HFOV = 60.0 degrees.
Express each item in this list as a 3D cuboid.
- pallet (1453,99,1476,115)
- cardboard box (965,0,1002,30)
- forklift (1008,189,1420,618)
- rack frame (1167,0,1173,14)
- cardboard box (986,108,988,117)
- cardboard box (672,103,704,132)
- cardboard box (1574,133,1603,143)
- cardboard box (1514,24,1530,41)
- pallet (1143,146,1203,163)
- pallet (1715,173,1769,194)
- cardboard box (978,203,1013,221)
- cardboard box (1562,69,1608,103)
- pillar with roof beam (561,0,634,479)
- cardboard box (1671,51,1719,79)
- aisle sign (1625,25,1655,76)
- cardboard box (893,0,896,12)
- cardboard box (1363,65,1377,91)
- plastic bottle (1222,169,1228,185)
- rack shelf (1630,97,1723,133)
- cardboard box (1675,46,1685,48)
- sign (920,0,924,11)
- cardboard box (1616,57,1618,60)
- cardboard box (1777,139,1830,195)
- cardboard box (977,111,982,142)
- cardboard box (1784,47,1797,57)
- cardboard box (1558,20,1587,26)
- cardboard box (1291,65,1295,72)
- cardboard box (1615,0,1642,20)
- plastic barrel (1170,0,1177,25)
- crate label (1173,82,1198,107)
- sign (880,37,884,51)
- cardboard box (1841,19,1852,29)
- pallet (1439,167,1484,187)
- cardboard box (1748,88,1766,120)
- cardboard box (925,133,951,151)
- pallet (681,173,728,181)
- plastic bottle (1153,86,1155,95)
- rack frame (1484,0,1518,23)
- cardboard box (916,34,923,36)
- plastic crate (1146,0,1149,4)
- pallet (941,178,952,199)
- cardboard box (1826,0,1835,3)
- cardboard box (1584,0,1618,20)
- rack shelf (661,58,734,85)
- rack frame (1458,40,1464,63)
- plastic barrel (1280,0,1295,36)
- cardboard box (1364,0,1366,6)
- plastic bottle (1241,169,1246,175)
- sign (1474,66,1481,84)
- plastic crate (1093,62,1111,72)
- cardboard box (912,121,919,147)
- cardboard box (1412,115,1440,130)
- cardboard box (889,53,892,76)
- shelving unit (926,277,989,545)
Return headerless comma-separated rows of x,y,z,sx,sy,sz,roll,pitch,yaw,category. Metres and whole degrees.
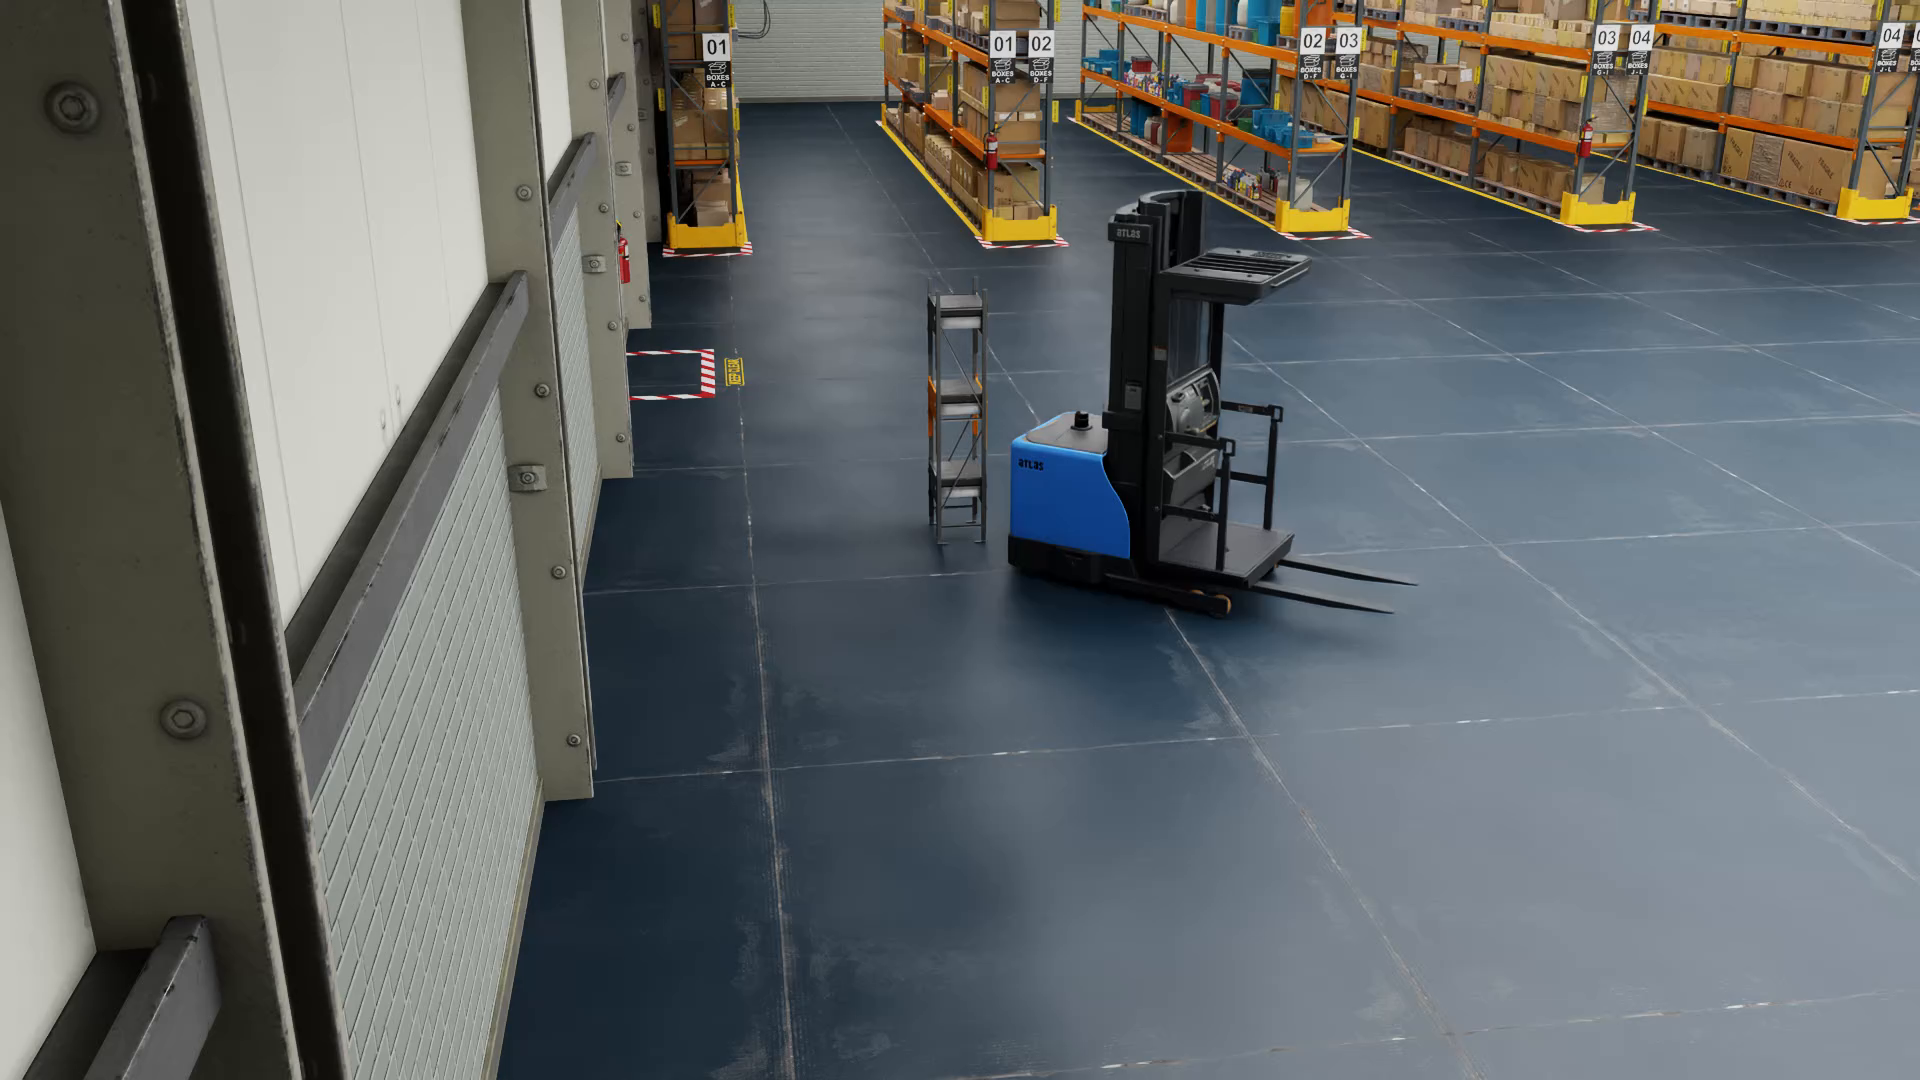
10.202,-8.314,31.963,1.003,0.211,1.213,-3,21,-8,pallet
0.478,-8.773,27.682,0.797,0.503,0.637,-1,20,-2,cardboard box
1.910,-1.017,12.250,3.031,2.935,1.130,11,23,28,forklift
4.691,-12.077,33.190,1.000,3.000,0.127,-3,21,-8,rack frame
0.622,-6.901,26.836,0.380,0.149,0.250,-3,21,-9,cardboard box
-4.301,-6.615,26.254,0.500,0.500,0.500,-3,21,-7,cardboard box
10.500,-6.717,27.773,0.380,0.149,0.250,-3,21,-8,cardboard box
10.122,-8.942,29.299,0.500,0.250,0.500,-4,21,-10,cardboard box
4.536,-8.231,35.453,1.003,0.211,1.213,-3,21,-8,pallet
15.124,-6.773,31.549,1.003,0.211,1.213,-3,21,-8,pallet
0.572,-5.328,27.023,0.500,0.250,0.500,-3,21,-8,cardboard box
10.421,-7.579,27.725,0.500,0.500,0.500,-3,21,-8,cardboard box
1.073,-5.069,14.426,9.100,9.000,0.400,-3,21,-8,pillar with roof beam
14.794,-9.562,33.457,0.700,0.500,0.500,-3,21,-8,cardboard box
11.051,-7.958,27.021,0.394,0.787,0.004,-3,21,-8,aisle sign
-1.263,-12.239,38.126,0.500,0.250,0.500,-3,21,-8,cardboard box
9.132,-10.074,36.259,0.500,0.500,0.500,-4,21,-10,cardboard box
4.879,-6.677,30.578,0.097,0.271,0.097,0,20,0,plastic bottle
14.803,-8.702,33.757,1.077,0.370,4.000,-3,21,-8,rack shelf
18.275,-12.129,41.761,0.500,0.500,0.500,-2,21,-6,cardboard box
-0.749,-10.639,32.888,0.100,0.325,0.005,-3,21,-8,sign
14.530,-10.529,36.528,0.380,0.149,0.250,-4,21,-10,cardboard box
15.376,-6.699,29.802,0.875,0.875,0.875,-3,21,-9,cardboard box
0.661,-6.993,28.010,0.700,0.500,0.500,-2,21,-6,cardboard box
18.918,-11.047,37.434,0.500,0.500,0.500,-3,21,-8,cardboard box
10.355,-8.712,28.111,0.380,0.149,0.250,-3,21,-7,cardboard box
8.351,-11.584,40.804,0.380,0.149,0.250,-3,21,-8,cardboard box
14.181,-11.369,35.438,0.500,0.500,0.500,-3,21,-8,cardboard box
4.432,-10.601,33.366,0.421,0.512,0.421,0,20,0,plastic barrel
4.566,-8.926,33.276,0.502,0.435,0.616,-3,21,-8,crate label
-1.902,-12.166,40.766,0.100,0.325,0.005,-3,21,-8,sign
15.211,-8.767,28.231,0.380,0.149,0.250,-3,21,-7,cardboard box
10.055,-7.095,32.410,1.003,0.211,1.213,-3,21,-8,pallet
15.258,-8.101,30.904,0.875,0.550,0.550,-3,21,-8,cardboard box
-0.427,-7.993,33.359,0.500,0.311,0.500,-2,21,-6,cardboard box
-4.829,-6.769,31.537,1.003,0.211,1.213,-3,21,-8,pallet
4.136,-9.514,35.186,0.097,0.201,0.097,0,20,0,plastic bottle
10.169,-10.942,30.151,1.000,3.000,0.127,-3,21,-8,rack frame
-0.726,-11.452,38.520,0.500,0.500,0.500,-4,21,-9,cardboard box
4.206,-12.440,38.635,0.497,0.269,0.590,-3,21,-8,plastic crate
0.220,-6.580,31.032,1.003,0.211,1.213,-3,21,-8,pallet
15.138,-9.317,28.565,0.380,0.149,0.250,-3,21,-8,cardboard box
10.798,-9.100,28.224,0.500,0.500,0.500,-3,21,-8,cardboard box
-4.248,-7.758,26.941,1.077,0.370,4.000,-3,21,-8,rack shelf
13.361,-12.502,42.901,1.000,3.000,0.127,-3,21,-8,rack frame
5.554,-8.575,27.232,0.600,0.588,0.600,0,20,0,plastic barrel
9.082,-11.863,36.662,0.380,0.149,0.250,-4,21,-10,cardboard box
5.116,-6.554,30.134,0.144,0.351,0.185,-3,21,-8,plastic bottle
9.620,-8.645,30.920,0.100,0.325,0.005,-3,21,-8,sign
3.437,-11.428,40.181,0.416,0.233,0.300,-3,21,-8,plastic crate
-0.735,-8.726,35.736,0.500,0.500,0.500,-4,21,-10,cardboard box
9.718,-8.673,34.521,0.500,0.250,0.500,-2,21,-6,cardboard box
-1.412,-11.316,39.583,0.500,0.500,0.500,-3,21,-8,cardboard box
-0.024,-1.041,13.502,0.431,2.100,0.503,-3,21,-8,shelving unit
